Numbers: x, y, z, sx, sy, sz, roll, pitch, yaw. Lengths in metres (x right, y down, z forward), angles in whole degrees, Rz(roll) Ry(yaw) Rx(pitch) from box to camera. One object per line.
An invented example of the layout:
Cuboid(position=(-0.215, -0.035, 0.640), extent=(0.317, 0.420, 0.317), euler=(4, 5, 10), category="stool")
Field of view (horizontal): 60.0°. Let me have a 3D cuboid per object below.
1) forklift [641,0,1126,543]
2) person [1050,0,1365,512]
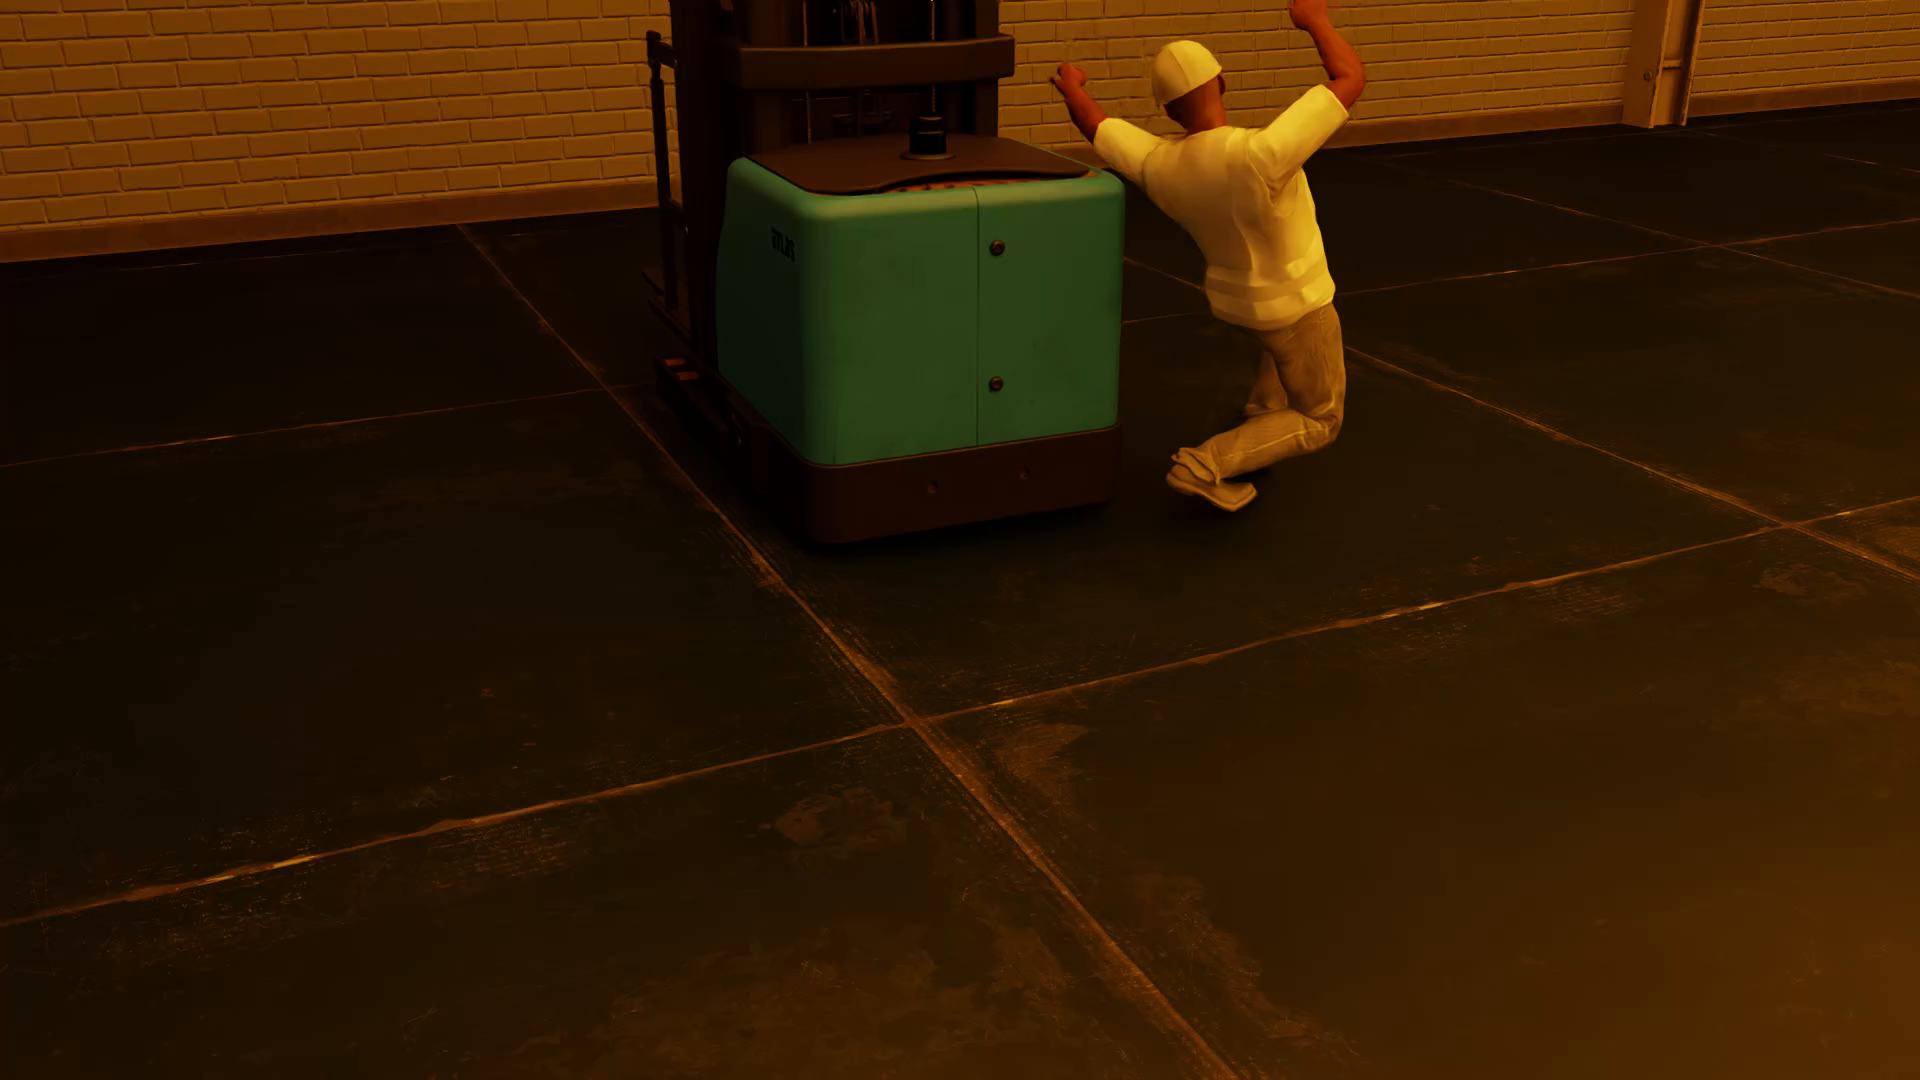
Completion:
Cuboid(position=(-0.528, -1.877, 5.805), extent=(1.130, 2.935, 3.031), euler=(-9, 24, -21), category="forklift")
Cuboid(position=(0.837, -0.958, 5.347), extent=(0.842, 1.635, 1.154), euler=(-12, 26, -27), category="person")
